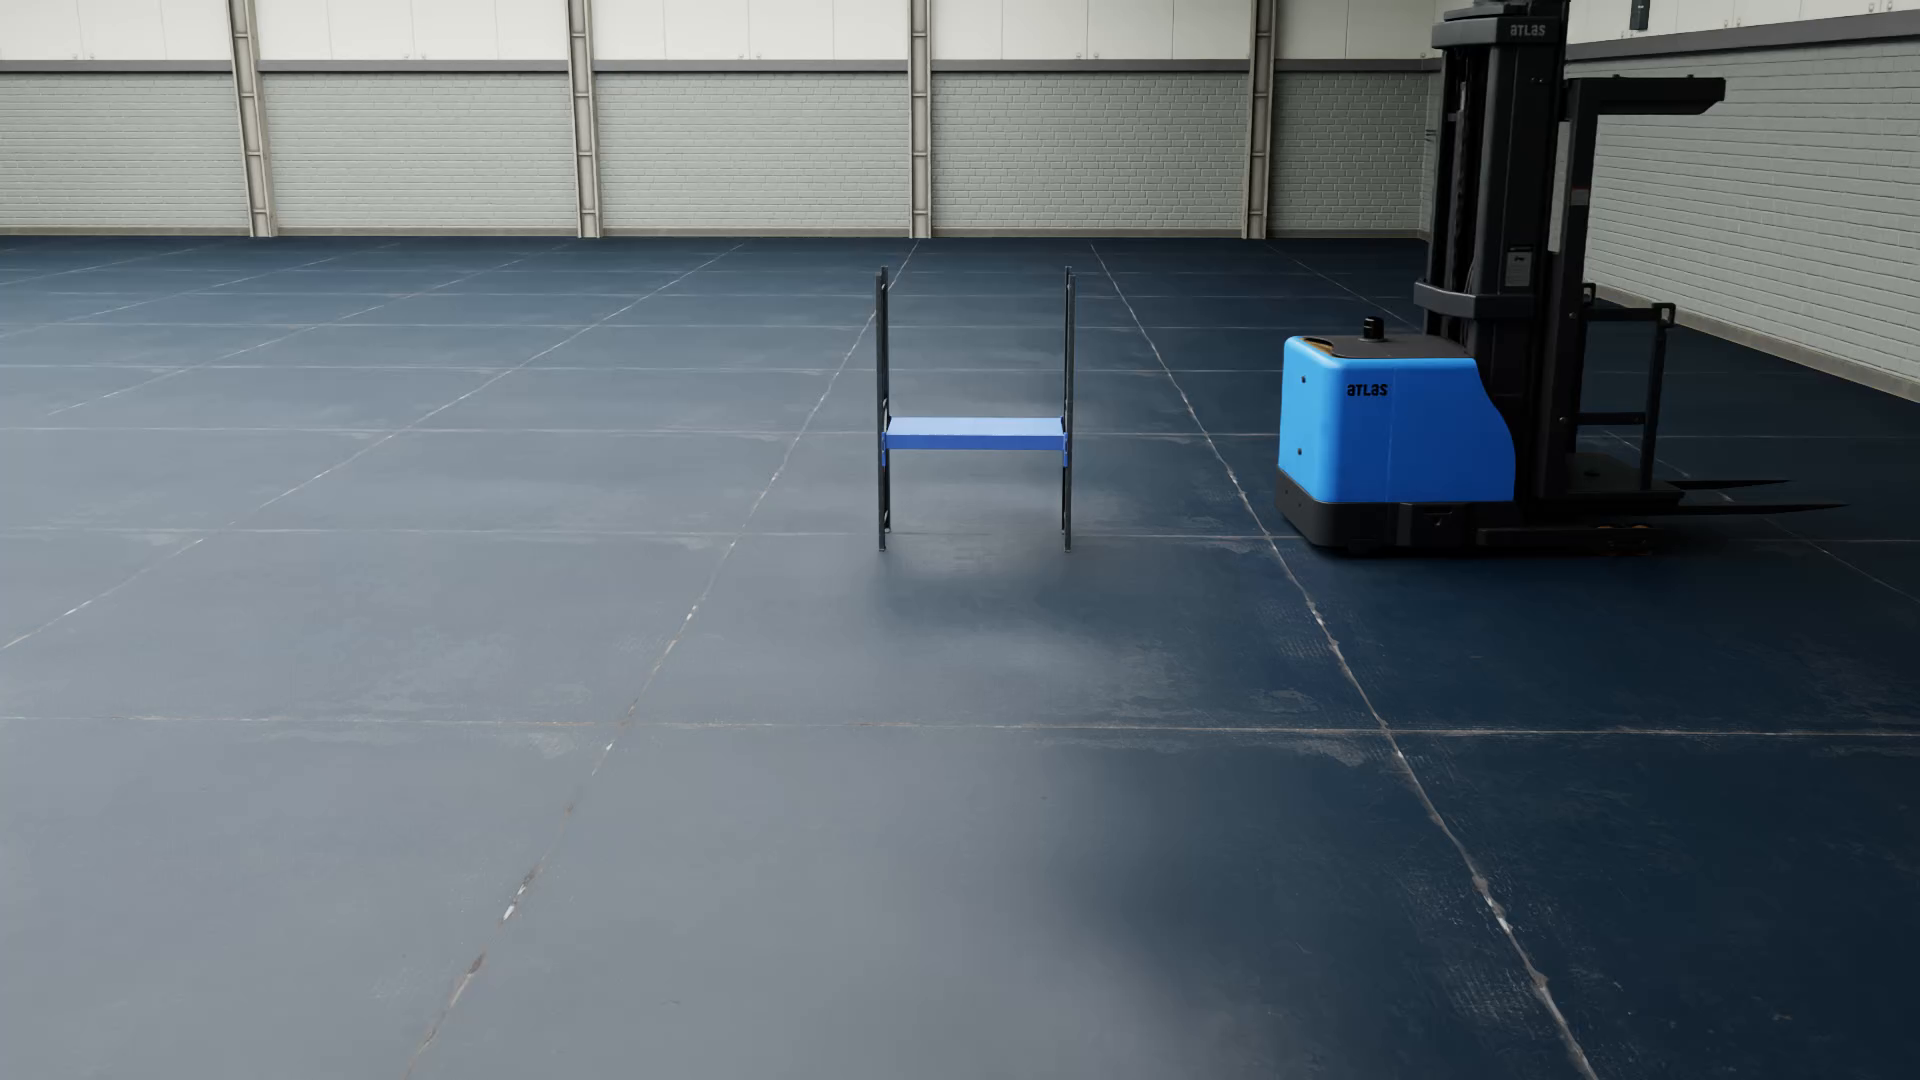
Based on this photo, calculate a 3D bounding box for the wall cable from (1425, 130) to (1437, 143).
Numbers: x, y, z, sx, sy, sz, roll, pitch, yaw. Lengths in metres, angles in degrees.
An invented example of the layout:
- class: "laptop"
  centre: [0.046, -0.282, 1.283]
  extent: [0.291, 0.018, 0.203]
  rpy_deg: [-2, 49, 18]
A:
- class: "wall cable"
  centre: [8.197, -7.929, 27.842]
  extent: [0.112, 2.526, 3.097]
  rpy_deg: [0, 15, 1]

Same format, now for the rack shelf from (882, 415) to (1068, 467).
- class: "rack shelf"
  centre: [0.085, -0.551, 9.192]
  extent: [1.000, 0.185, 0.538]
  rpy_deg: [0, 15, 1]

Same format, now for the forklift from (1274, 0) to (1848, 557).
- class: "forklift"
  centre: [3.393, -1.462, 9.137]
  extent: [3.031, 2.935, 1.130]
  rpy_deg: [-1, 15, -3]

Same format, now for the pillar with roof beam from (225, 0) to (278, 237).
- class: "pillar with roof beam"
  centre: [-12.818, -8.807, 25.080]
  extent: [0.400, 9.000, 9.100]
  rpy_deg: [0, 15, 1]

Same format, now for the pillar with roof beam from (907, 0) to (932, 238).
- class: "pillar with roof beam"
  centre: [-0.822, -8.728, 24.783]
  extent: [0.400, 9.000, 9.100]
  rpy_deg: [0, 15, 1]

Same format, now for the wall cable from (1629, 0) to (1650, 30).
- class: "wall cable"
  centre: [7.939, -8.654, 17.836]
  extent: [0.169, 6.003, 2.305]
  rpy_deg: [0, 15, 1]

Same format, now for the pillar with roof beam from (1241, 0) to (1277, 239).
- class: "pillar with roof beam"
  centre: [5.176, -8.689, 24.635]
  extent: [0.400, 9.000, 9.100]
  rpy_deg: [0, 15, 1]

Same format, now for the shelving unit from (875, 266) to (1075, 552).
- class: "shelving unit"
  centre: [0.085, -0.725, 9.147]
  extent: [1.048, 1.500, 0.538]
  rpy_deg: [0, 15, 1]

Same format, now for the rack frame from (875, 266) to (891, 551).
- class: "rack frame"
  centre: [-0.423, -0.728, 9.159]
  extent: [0.032, 1.500, 0.500]
  rpy_deg: [0, 15, 1]

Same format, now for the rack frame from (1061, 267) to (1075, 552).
- class: "rack frame"
  centre: [0.593, -0.721, 9.134]
  extent: [0.032, 1.500, 0.500]
  rpy_deg: [0, 15, 1]

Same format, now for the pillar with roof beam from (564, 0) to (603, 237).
- class: "pillar with roof beam"
  centre: [-6.820, -8.768, 24.932]
  extent: [0.400, 9.000, 9.100]
  rpy_deg: [0, 15, 1]
